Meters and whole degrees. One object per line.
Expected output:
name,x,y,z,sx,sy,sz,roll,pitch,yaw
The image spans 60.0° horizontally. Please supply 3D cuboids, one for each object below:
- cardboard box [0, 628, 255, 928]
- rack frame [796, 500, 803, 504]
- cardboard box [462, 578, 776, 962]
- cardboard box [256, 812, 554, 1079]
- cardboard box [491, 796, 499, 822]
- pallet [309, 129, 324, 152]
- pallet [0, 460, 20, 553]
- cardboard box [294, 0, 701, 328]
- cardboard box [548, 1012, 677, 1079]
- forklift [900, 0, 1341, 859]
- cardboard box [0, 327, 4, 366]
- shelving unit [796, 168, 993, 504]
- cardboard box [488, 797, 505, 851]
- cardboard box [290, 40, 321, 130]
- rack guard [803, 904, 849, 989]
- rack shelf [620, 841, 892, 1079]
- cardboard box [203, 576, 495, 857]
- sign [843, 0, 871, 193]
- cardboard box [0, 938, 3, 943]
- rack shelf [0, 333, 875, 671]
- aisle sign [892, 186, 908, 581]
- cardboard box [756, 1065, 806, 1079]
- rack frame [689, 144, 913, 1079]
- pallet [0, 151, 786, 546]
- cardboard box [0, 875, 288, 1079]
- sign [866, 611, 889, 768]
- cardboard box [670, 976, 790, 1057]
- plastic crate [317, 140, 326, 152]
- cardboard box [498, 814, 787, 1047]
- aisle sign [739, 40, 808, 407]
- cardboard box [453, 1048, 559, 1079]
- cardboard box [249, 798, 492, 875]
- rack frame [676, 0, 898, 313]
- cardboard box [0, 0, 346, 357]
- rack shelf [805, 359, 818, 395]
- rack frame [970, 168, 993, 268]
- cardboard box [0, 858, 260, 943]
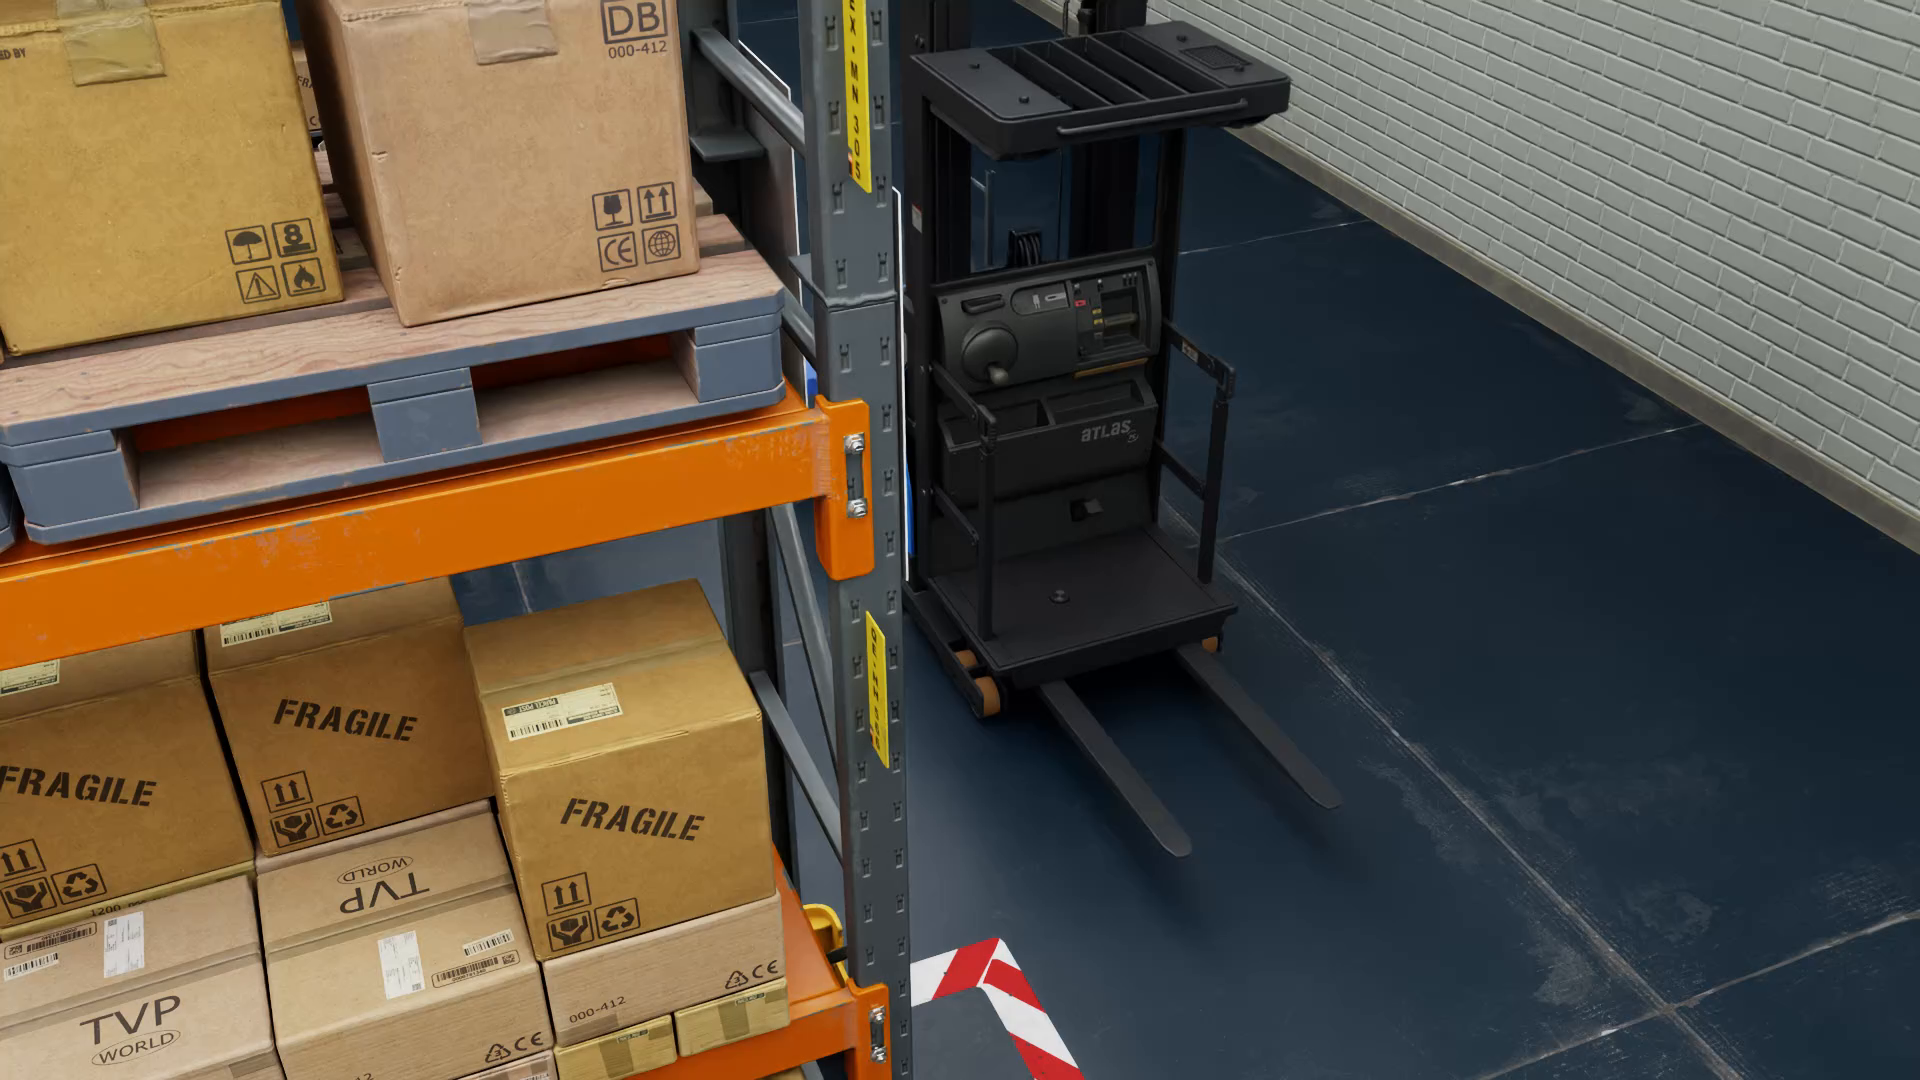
cardboard box,-1.844,0.412,3.544,0.500,0.500,0.500,-14,36,-20
rack frame,-0.884,-0.931,7.805,0.032,1.500,0.500,-15,36,-21
cardboard box,-0.708,0.463,3.465,0.500,0.500,0.500,-12,35,-18
cardboard box,-1.172,0.885,3.504,0.500,0.250,0.500,-14,35,-20
cardboard box,-0.907,0.508,4.083,0.500,0.250,0.500,-14,36,-20
pallet,-4.997,-3.024,12.204,1.213,0.211,1.003,-13,35,-19
pallet,-2.167,-0.194,2.629,1.213,0.211,1.003,-13,35,-19
cardboard box,-0.819,-0.776,2.873,0.500,0.500,0.700,-15,36,-22
cardboard box,-0.800,1.006,3.683,0.250,0.149,0.380,-13,35,-18
forklift,0.443,-0.786,6.270,1.130,2.935,3.031,-13,35,-20
cardboard box,-1.843,-0.584,2.579,0.500,0.500,0.700,-15,36,-22
shelving unit,-0.426,-1.052,7.992,1.048,1.500,0.538,-15,36,-21
cardboard box,-1.051,0.674,4.194,0.250,0.149,0.380,-13,35,-20
cardboard box,-4.598,-3.276,11.923,0.500,0.500,0.500,-13,35,-19
rack guard,-0.338,1.647,4.760,0.348,0.500,1.175,-13,35,-19
rack shelf,-2.204,1.328,3.618,4.000,0.370,1.077,-13,35,-19
cardboard box,-1.368,0.300,3.716,0.500,0.500,0.500,-14,35,-20
sign,-0.163,-0.715,2.609,0.005,0.325,0.100,-13,35,-19
cardboard box,-2.328,0.838,3.576,0.500,0.250,0.500,-14,35,-20
rack shelf,-2.204,0.071,2.800,4.000,0.370,1.077,-13,35,-19
aisle sign,-0.178,-0.349,3.153,0.004,0.787,0.394,-13,35,-19
cardboard box,-0.919,1.494,4.266,0.875,0.875,0.875,-13,35,-19
rack frame,-0.360,0.605,4.070,0.127,3.000,1.000,-13,35,-19
pallet,-1.040,-0.454,3.028,1.213,0.211,1.003,-13,35,-19
cardboard box,-1.641,0.993,3.338,0.500,0.250,0.500,-14,36,-21
sign,-0.163,0.296,3.266,0.005,0.325,0.100,-13,35,-19
cardboard box,-0.561,0.951,3.769,0.250,0.149,0.380,-12,35,-18
plastic crate,-2.961,-1.888,8.088,0.298,0.136,0.250,-13,35,-19
cardboard box,-0.704,0.778,3.668,0.500,0.250,0.500,-13,35,-20
aisle sign,-0.410,-0.651,3.617,0.004,0.787,0.394,-13,35,-19
cardboard box,-1.033,1.059,3.602,0.250,0.149,0.380,-13,35,-19
cardboard box,-1.384,0.621,3.909,0.500,0.250,0.500,-13,35,-20
rack frame,-0.360,-1.910,2.434,0.127,3.000,1.000,-13,35,-19
cardboard box,-1.385,-0.718,2.784,0.500,0.500,0.700,-14,36,-21
rack shelf,-0.426,-0.901,8.090,1.000,0.185,0.538,-15,36,-21
rack frame,0.031,-1.173,8.178,0.032,1.500,0.500,-15,36,-21
cardboard box,-1.849,0.726,3.749,0.500,0.250,0.500,-14,36,-21
